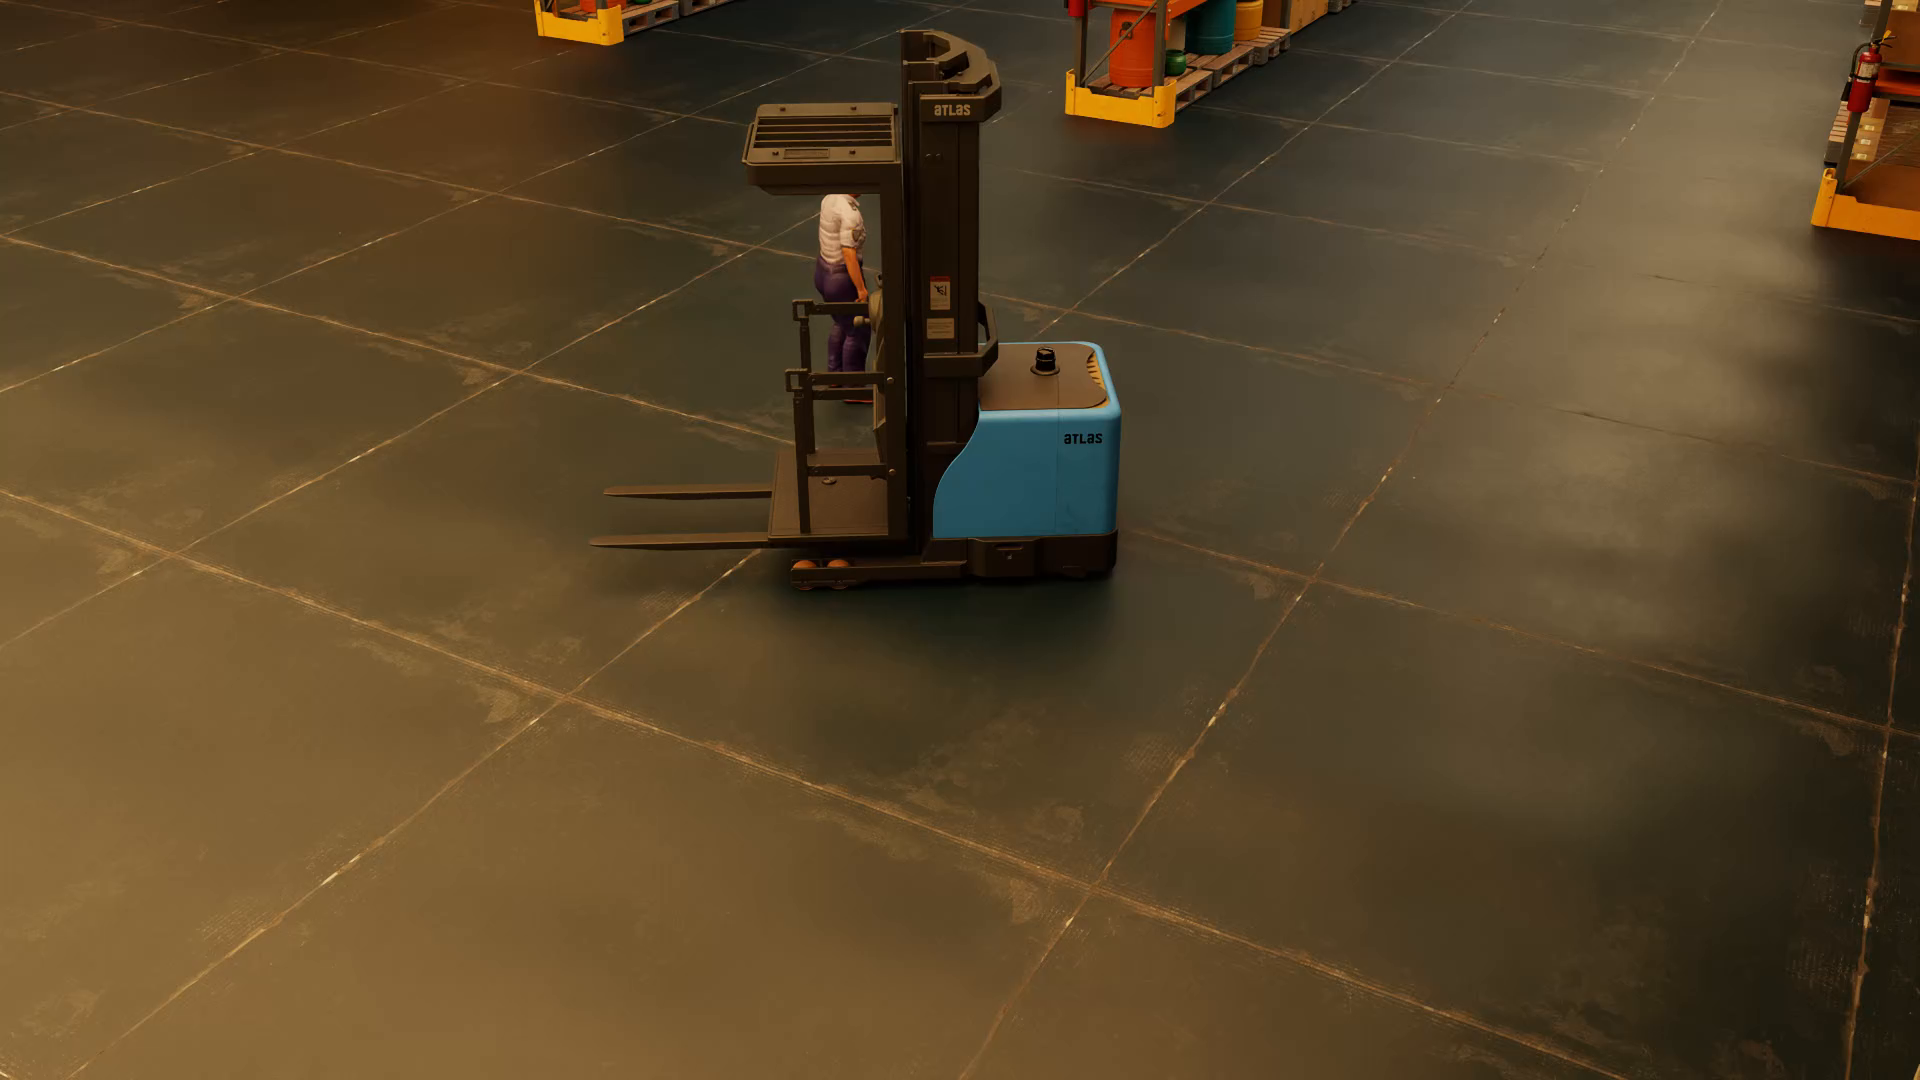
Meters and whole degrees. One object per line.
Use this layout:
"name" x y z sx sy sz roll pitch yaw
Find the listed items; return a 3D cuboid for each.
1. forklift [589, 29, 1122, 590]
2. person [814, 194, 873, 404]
"forklift" -0.629 -1.254 9.244 3.031 2.935 1.130 -1 30 -2
"person" -0.789 -1.777 11.433 0.370 1.651 0.566 -13 32 -21
